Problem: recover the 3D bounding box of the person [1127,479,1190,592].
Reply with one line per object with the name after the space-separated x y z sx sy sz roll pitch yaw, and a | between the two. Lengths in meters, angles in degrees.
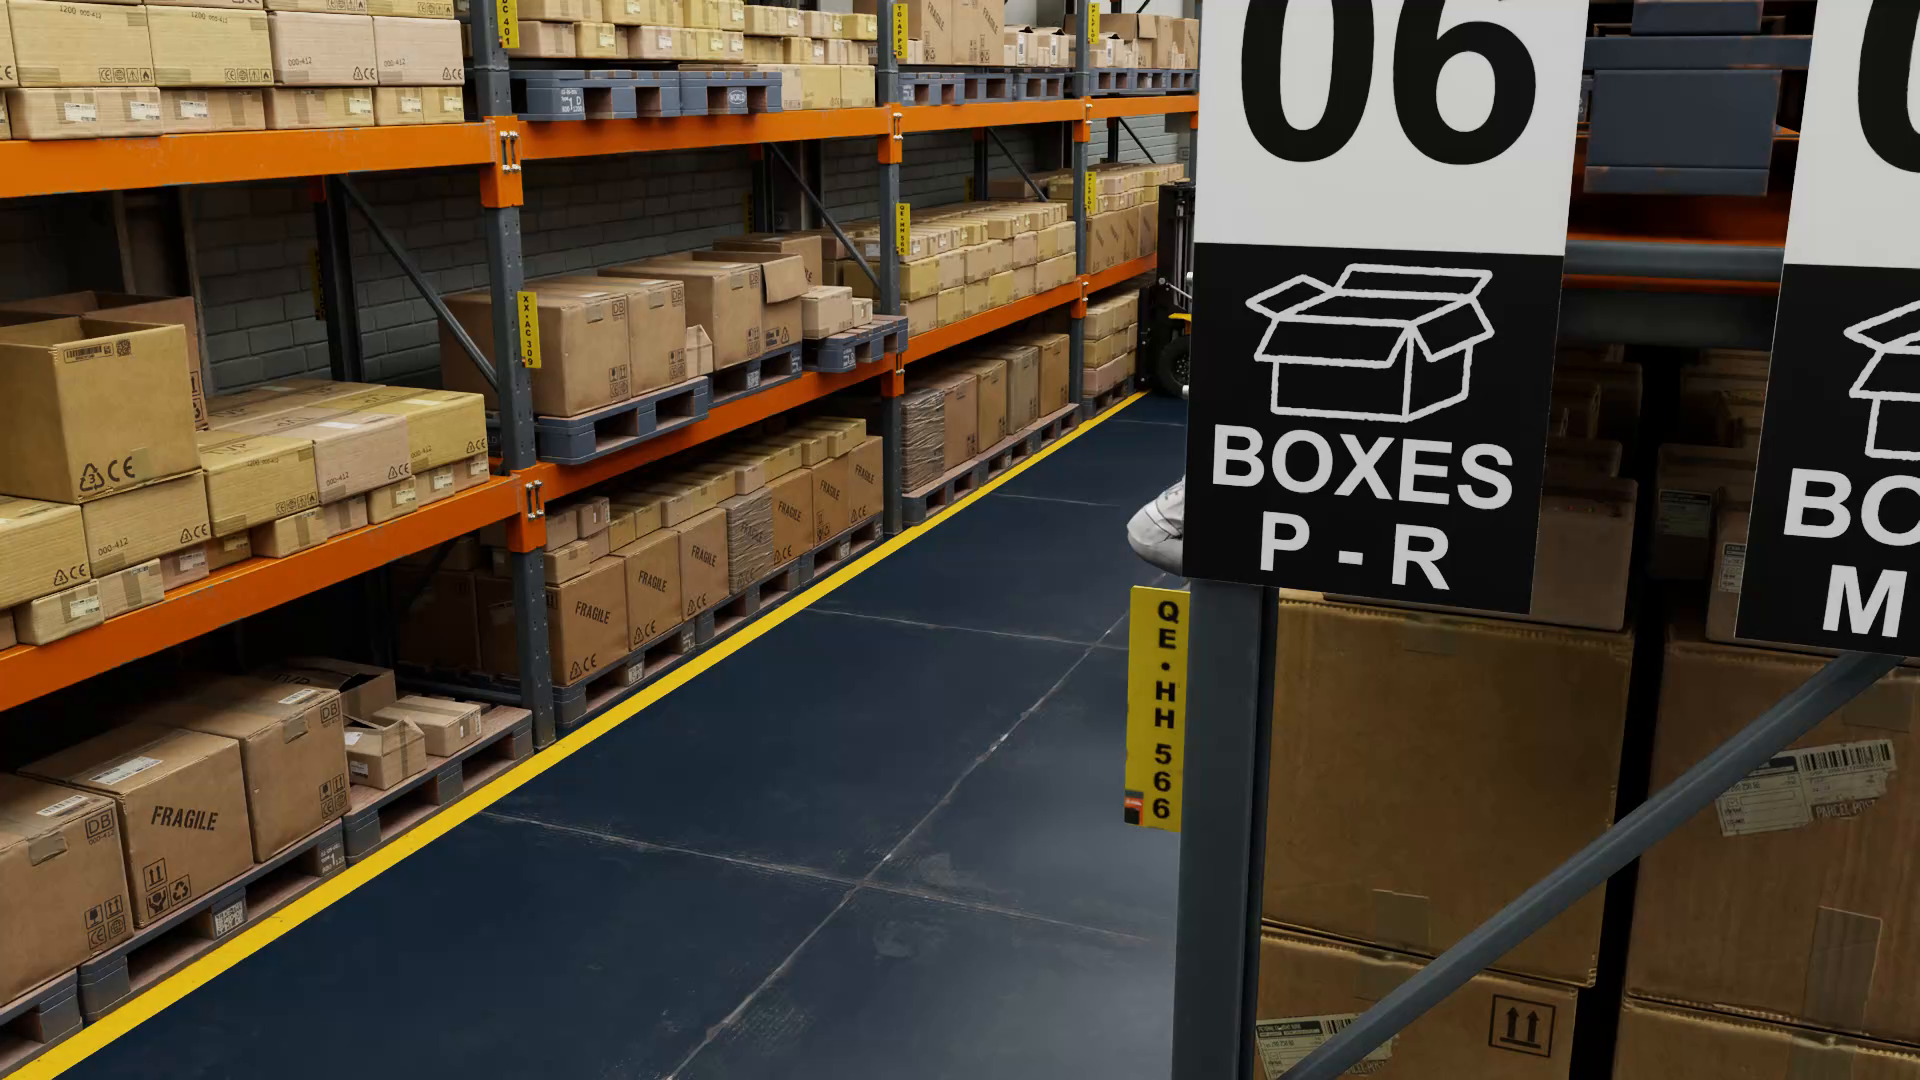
1.337 0.003 9.126 0.815 1.073 0.504 6 17 21 | person
